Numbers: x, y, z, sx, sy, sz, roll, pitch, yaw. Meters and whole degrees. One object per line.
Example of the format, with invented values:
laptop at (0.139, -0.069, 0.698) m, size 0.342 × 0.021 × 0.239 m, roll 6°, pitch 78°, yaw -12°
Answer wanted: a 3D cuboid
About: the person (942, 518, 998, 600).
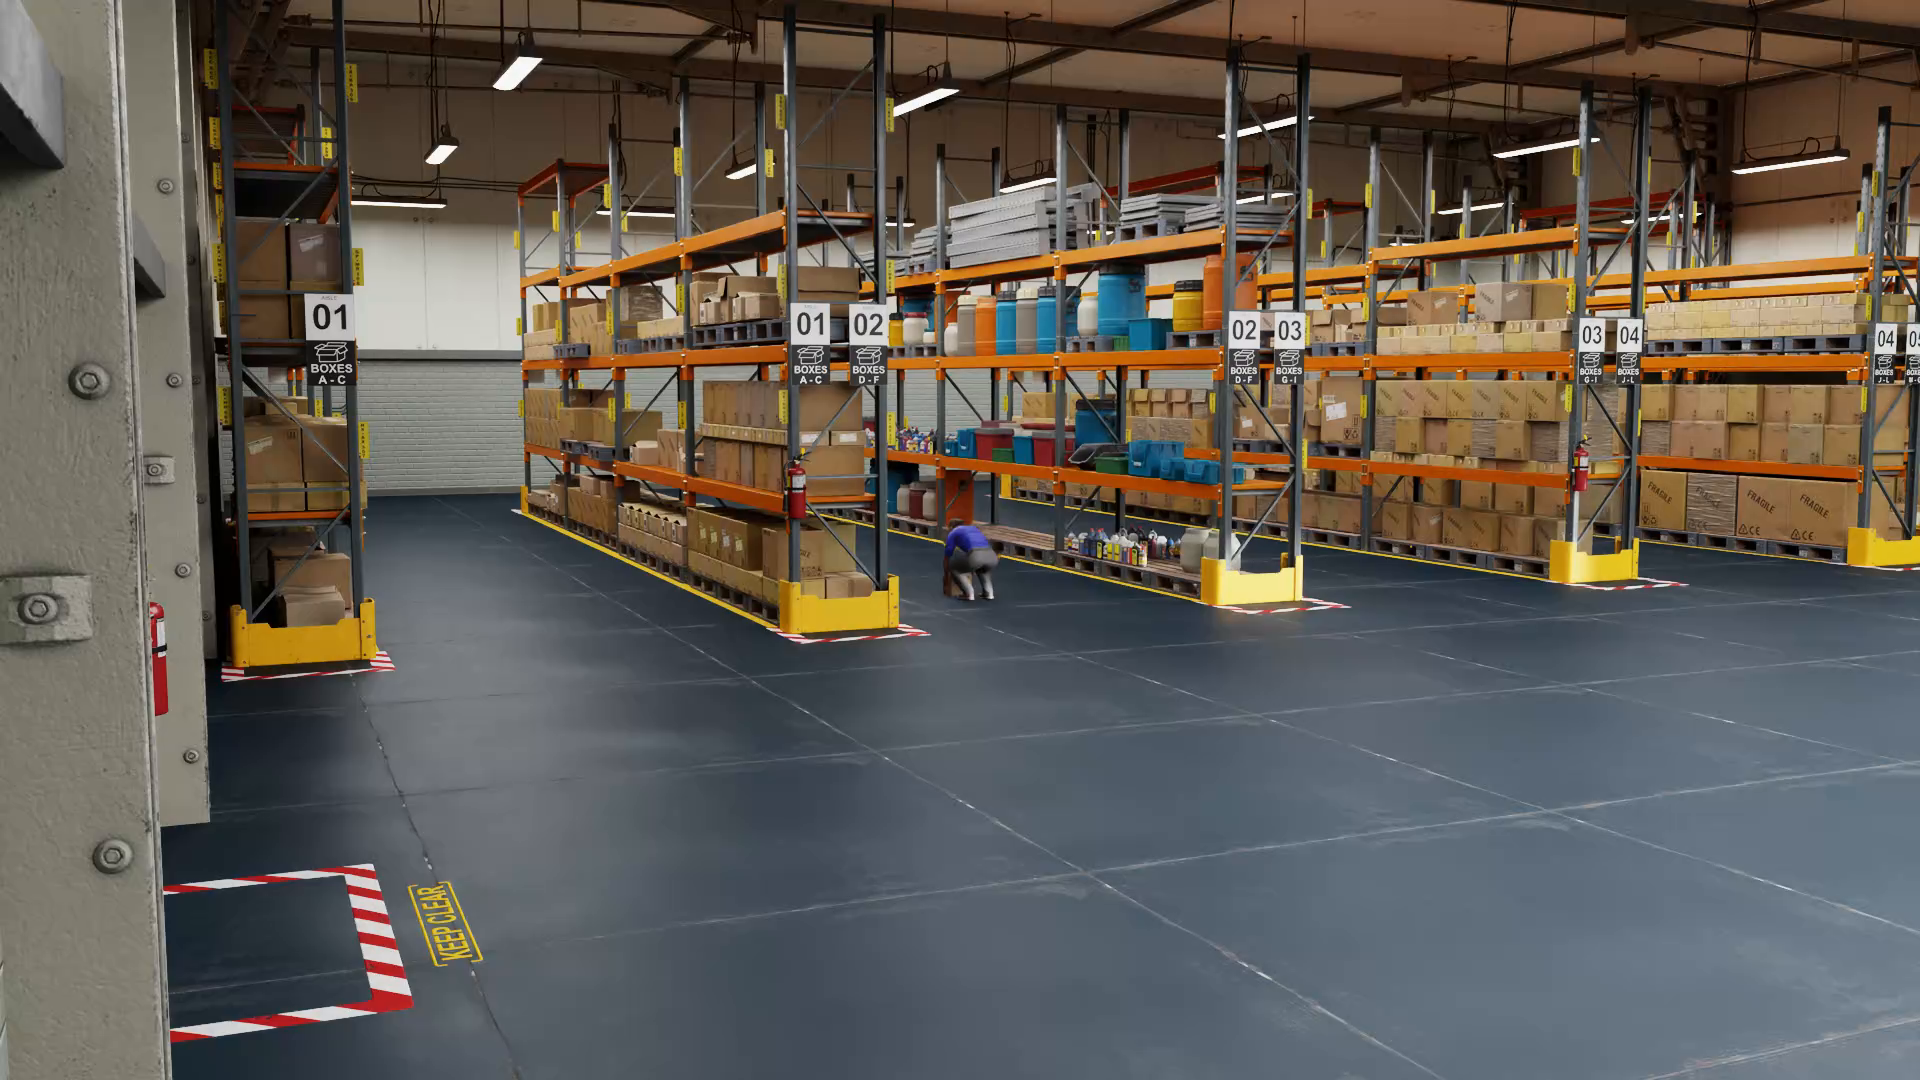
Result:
person at (0.107, 0.218, 18.798) m, size 0.484 × 0.893 × 0.812 m, roll -2°, pitch 6°, yaw -24°
